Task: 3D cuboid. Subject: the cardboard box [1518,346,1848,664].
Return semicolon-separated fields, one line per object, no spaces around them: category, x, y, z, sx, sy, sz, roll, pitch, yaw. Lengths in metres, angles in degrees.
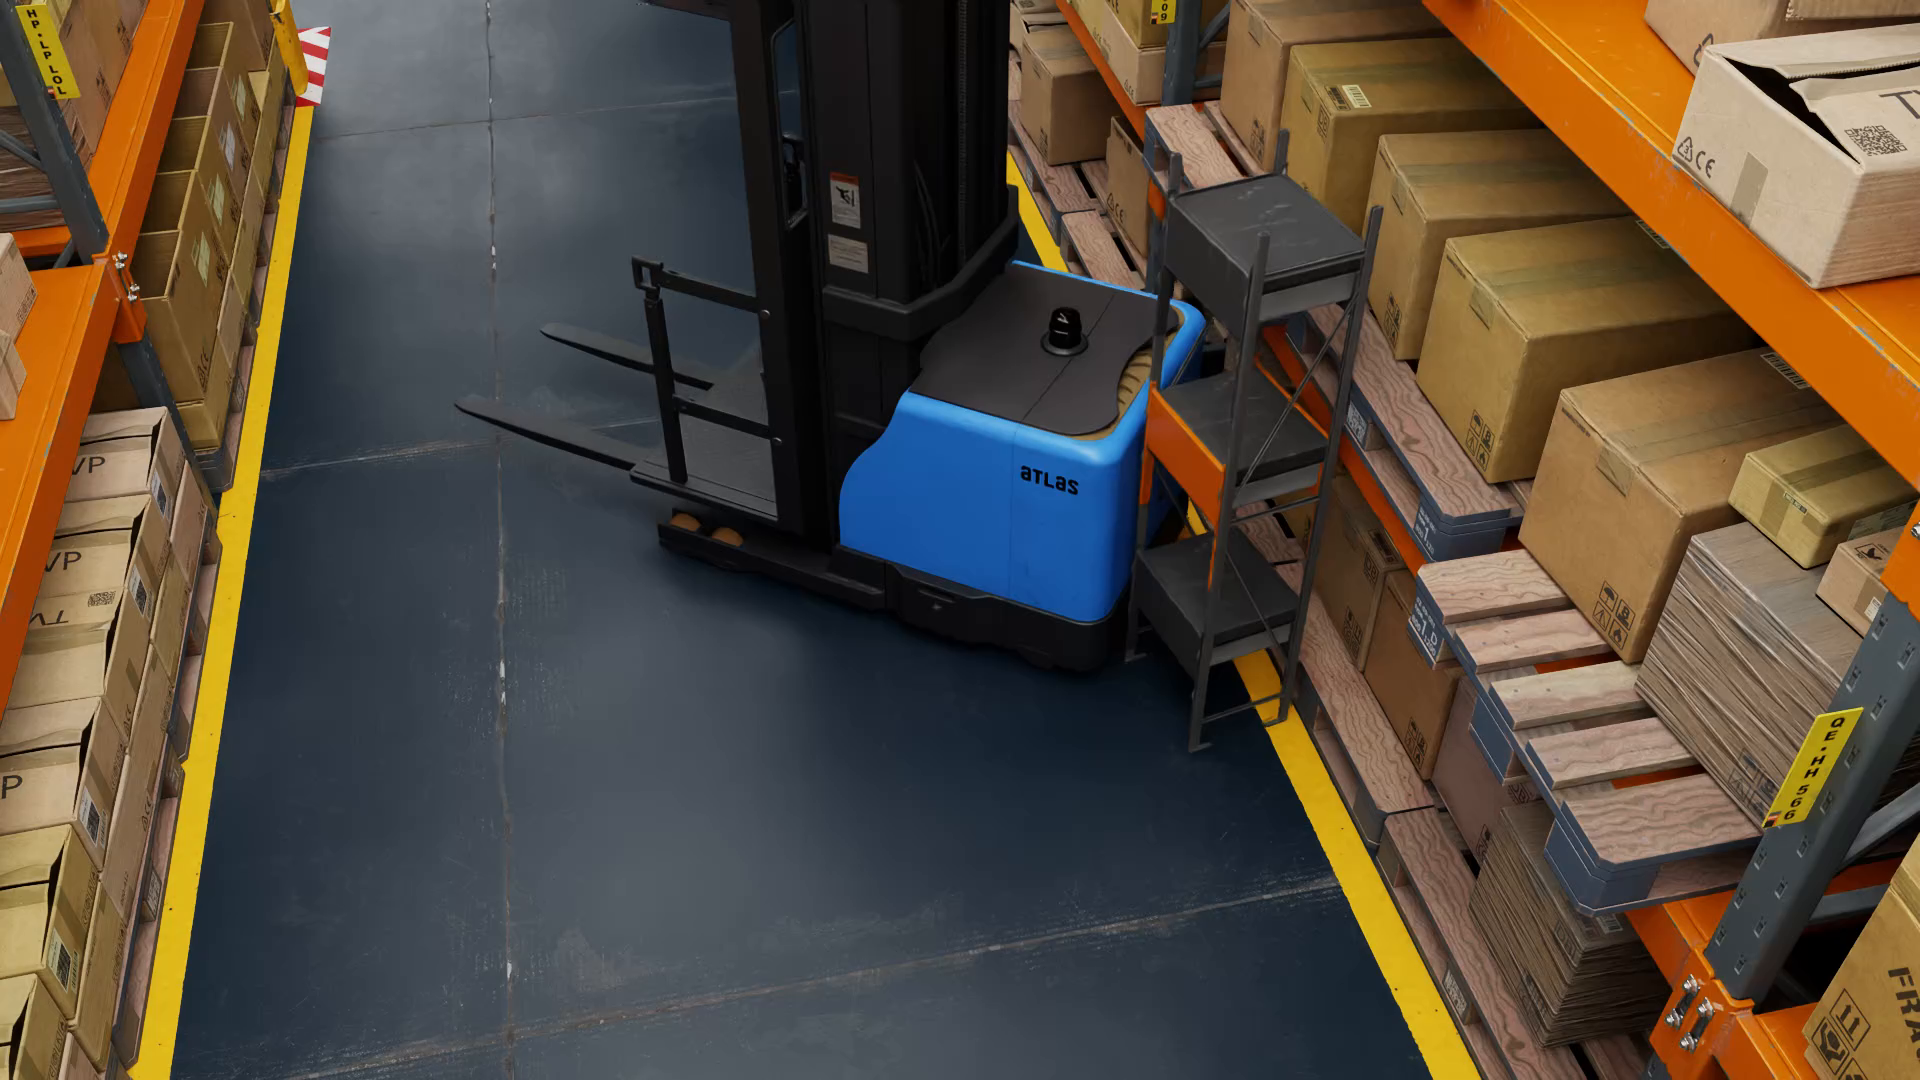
cardboard box;1.901;-0.105;4.202;0.700;0.500;0.500;-12;43;-13

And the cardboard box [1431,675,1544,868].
cardboard box;1.956;0.719;5.232;0.700;0.500;0.500;-8;42;-9

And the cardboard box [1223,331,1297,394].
cardboard box;1.471;-0.589;6.705;0.700;0.500;0.500;-7;42;-8

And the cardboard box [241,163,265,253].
cardboard box;-3.664;-1.567;8.011;0.500;0.250;0.500;-8;42;-9

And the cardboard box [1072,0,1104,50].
cardboard box;0.798;-2.373;7.262;0.500;0.250;0.500;-8;42;-9

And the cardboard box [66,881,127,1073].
cardboard box;-2.730;1.299;4.782;0.500;0.250;0.500;-9;42;-10

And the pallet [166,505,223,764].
pallet;-3.343;0.393;6.148;1.003;0.211;1.213;-8;42;-9

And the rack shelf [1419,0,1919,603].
rack shelf;1.728;-1.390;4.339;1.077;0.370;4.000;-8;42;-9

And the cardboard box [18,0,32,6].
cardboard box;-3.642;-1.931;5.613;0.700;0.500;0.500;-8;42;-9

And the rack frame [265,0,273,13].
rack frame;-4.403;-3.714;8.675;1.000;3.000;0.127;-8;42;-9

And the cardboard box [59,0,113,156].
cardboard box;-3.762;-1.787;6.428;0.700;0.500;0.500;-9;42;-10

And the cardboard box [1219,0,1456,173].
cardboard box;1.373;-1.701;6.000;0.700;0.500;0.500;-8;42;-9

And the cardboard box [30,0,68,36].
cardboard box;-3.521;-1.933;6.105;0.380;0.149;0.250;-9;42;-10

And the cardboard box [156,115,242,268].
cardboard box;-3.550;-1.524;7.398;0.500;0.500;0.500;-8;42;-9

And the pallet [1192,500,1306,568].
pallet;1.466;-0.287;6.914;1.003;0.211;1.213;-8;42;-9

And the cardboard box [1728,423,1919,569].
cardboard box;1.972;-0.111;3.721;0.380;0.149;0.250;-15;44;-16

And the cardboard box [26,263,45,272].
cardboard box;-3.950;-1.126;6.949;0.500;0.500;0.500;-8;42;-9

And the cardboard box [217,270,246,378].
cardboard box;-3.447;-0.919;7.281;0.500;0.250;0.500;-8;42;-9

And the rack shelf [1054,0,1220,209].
rack shelf;0.864;-2.861;8.256;1.077;0.370;4.000;-8;42;-9

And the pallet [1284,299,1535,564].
pallet;1.692;-0.447;5.138;1.003;0.211;1.213;-8;42;-9

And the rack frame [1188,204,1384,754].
rack frame;0.994;-0.089;5.263;0.400;2.100;0.015;-16;44;-17

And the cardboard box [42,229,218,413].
cardboard box;-3.334;-0.876;6.668;0.500;0.500;0.500;-8;42;-9

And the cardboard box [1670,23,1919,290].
cardboard box;1.740;-0.765;3.145;0.500;0.311;0.500;-8;42;-9

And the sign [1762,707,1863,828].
sign;1.632;0.439;3.183;0.100;0.325;0.005;-8;42;-9

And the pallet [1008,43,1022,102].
pallet;0.590;-2.803;9.749;1.003;0.211;1.213;-8;42;-9

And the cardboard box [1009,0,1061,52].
cardboard box;0.494;-3.124;9.704;0.500;0.311;0.500;-13;43;-14

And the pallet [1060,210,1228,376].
pallet;1.117;-1.221;7.967;1.003;0.211;1.213;-8;42;-9

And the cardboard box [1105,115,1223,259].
cardboard box;1.033;-1.731;7.992;0.500;0.500;0.500;-11;43;-12

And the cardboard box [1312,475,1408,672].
cardboard box;1.702;0.075;5.957;0.700;0.500;0.500;-8;42;-9

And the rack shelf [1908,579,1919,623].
rack shelf;2.591;1.203;1.418;1.077;0.370;4.000;-8;42;-9

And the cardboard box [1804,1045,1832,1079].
cardboard box;2.004;1.092;3.434;0.380;0.149;0.250;-9;42;-10

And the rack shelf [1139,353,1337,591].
rack shelf;0.898;-0.227;5.441;0.431;0.518;0.480;-16;44;-17

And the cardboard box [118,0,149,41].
cardboard box;-3.978;-2.444;7.169;0.700;0.500;0.500;-7;42;-8

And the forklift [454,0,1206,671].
forklift;-0.641;-1.280;5.984;3.031;2.935;1.130;17;44;19

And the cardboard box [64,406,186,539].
cardboard box;-3.173;-0.239;6.092;0.500;0.311;0.500;-8;42;-9

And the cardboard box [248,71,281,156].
cardboard box;-3.879;-2.216;8.741;0.500;0.250;0.500;-8;42;-9

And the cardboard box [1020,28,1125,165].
cardboard box;0.727;-2.343;8.681;0.700;0.500;0.500;-11;43;-12

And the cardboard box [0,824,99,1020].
cardboard box;-2.732;1.081;4.605;0.500;0.311;0.500;-9;42;-10

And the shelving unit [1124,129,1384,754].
shelving unit;0.898;-0.237;5.432;0.431;2.100;0.503;-16;44;-17

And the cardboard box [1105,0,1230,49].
cardboard box;0.892;-2.328;6.646;0.500;0.500;0.500;-8;42;-9

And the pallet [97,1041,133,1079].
pallet;-2.816;1.975;4.366;1.003;0.211;1.213;-8;42;-9

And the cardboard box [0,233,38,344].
cardboard box;-3.391;-0.753;5.451;0.500;0.250;0.500;-6;42;-7

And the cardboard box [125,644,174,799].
cardboard box;-2.949;0.637;5.528;0.500;0.250;0.500;-7;42;-8

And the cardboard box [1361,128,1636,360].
cardboard box;1.659;-0.915;5.115;0.700;0.500;0.500;-3;42;-3

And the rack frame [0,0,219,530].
rack frame;-3.540;-1.122;5.754;1.000;3.000;0.127;-8;42;-9

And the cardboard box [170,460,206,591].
cardboard box;-3.167;-0.023;6.271;0.500;0.250;0.500;-9;42;-10

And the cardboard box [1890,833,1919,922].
cardboard box;2.012;0.672;2.854;0.500;0.250;0.500;-7;42;-8

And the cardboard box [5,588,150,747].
cardboard box;-2.949;0.421;5.348;0.500;0.311;0.500;-8;42;-9

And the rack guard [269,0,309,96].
rack guard;-4.409;-2.795;9.522;1.175;0.500;0.348;-8;42;-9

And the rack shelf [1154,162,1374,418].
rack shelf;0.897;-0.754;4.980;0.431;0.518;0.480;-16;44;-17

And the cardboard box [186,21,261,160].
cardboard box;-3.767;-2.173;8.128;0.500;0.500;0.500;-8;42;-9

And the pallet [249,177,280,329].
pallet;-3.938;-1.393;8.160;1.003;0.211;1.213;-8;42;-9
